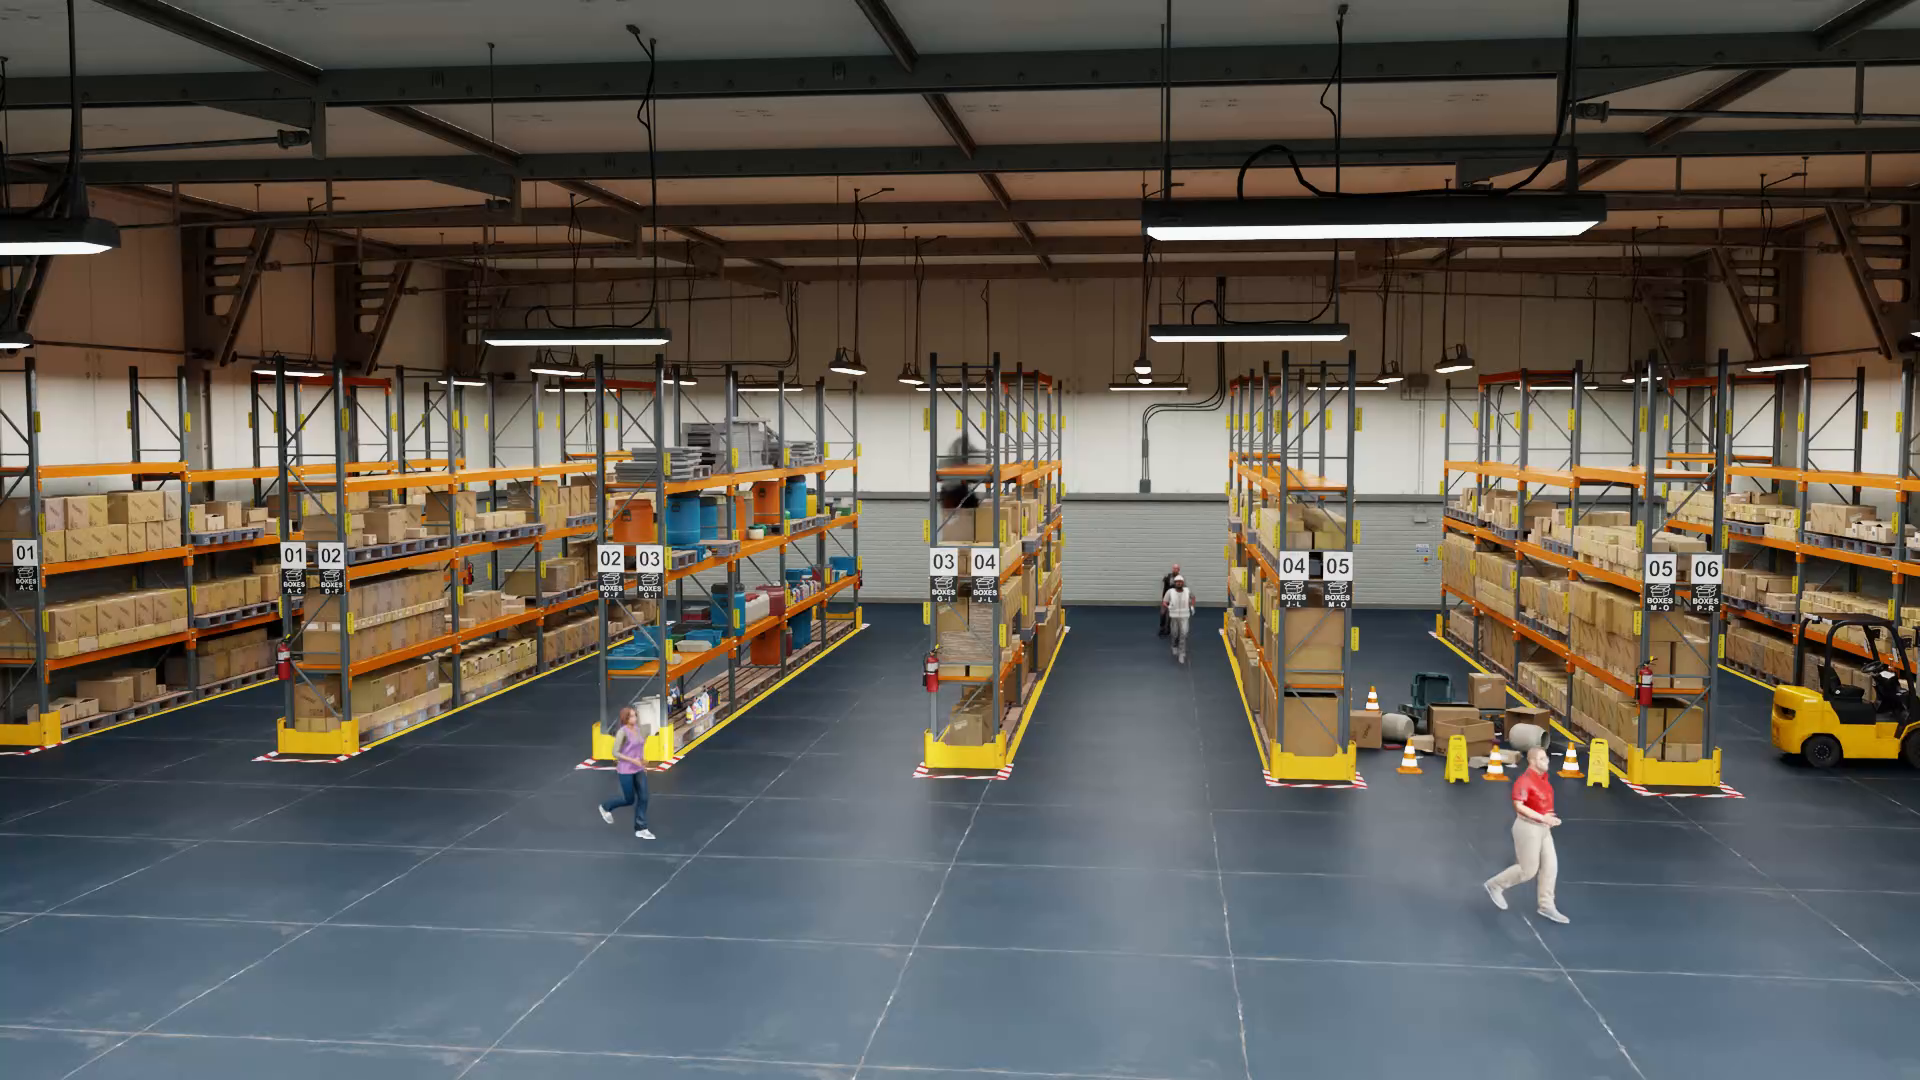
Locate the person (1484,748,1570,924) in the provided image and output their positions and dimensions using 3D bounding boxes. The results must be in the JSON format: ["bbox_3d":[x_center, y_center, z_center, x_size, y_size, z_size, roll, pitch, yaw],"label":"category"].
[{"bbox_3d":[5.774,2.961,16.850,0.839,1.737,0.687,4,5,42],"label":"person"}]

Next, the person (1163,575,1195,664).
[{"bbox_3d":[4.591,1.636,34.870,0.690,1.801,0.976,0,4,6],"label":"person"}]

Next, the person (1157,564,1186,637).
[{"bbox_3d":[4.963,1.422,38.840,0.688,1.734,0.657,1,4,17],"label":"person"}]

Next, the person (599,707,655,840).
[{"bbox_3d":[-4.006,2.798,20.068,0.790,1.586,0.538,2,5,27],"label":"person"}]
